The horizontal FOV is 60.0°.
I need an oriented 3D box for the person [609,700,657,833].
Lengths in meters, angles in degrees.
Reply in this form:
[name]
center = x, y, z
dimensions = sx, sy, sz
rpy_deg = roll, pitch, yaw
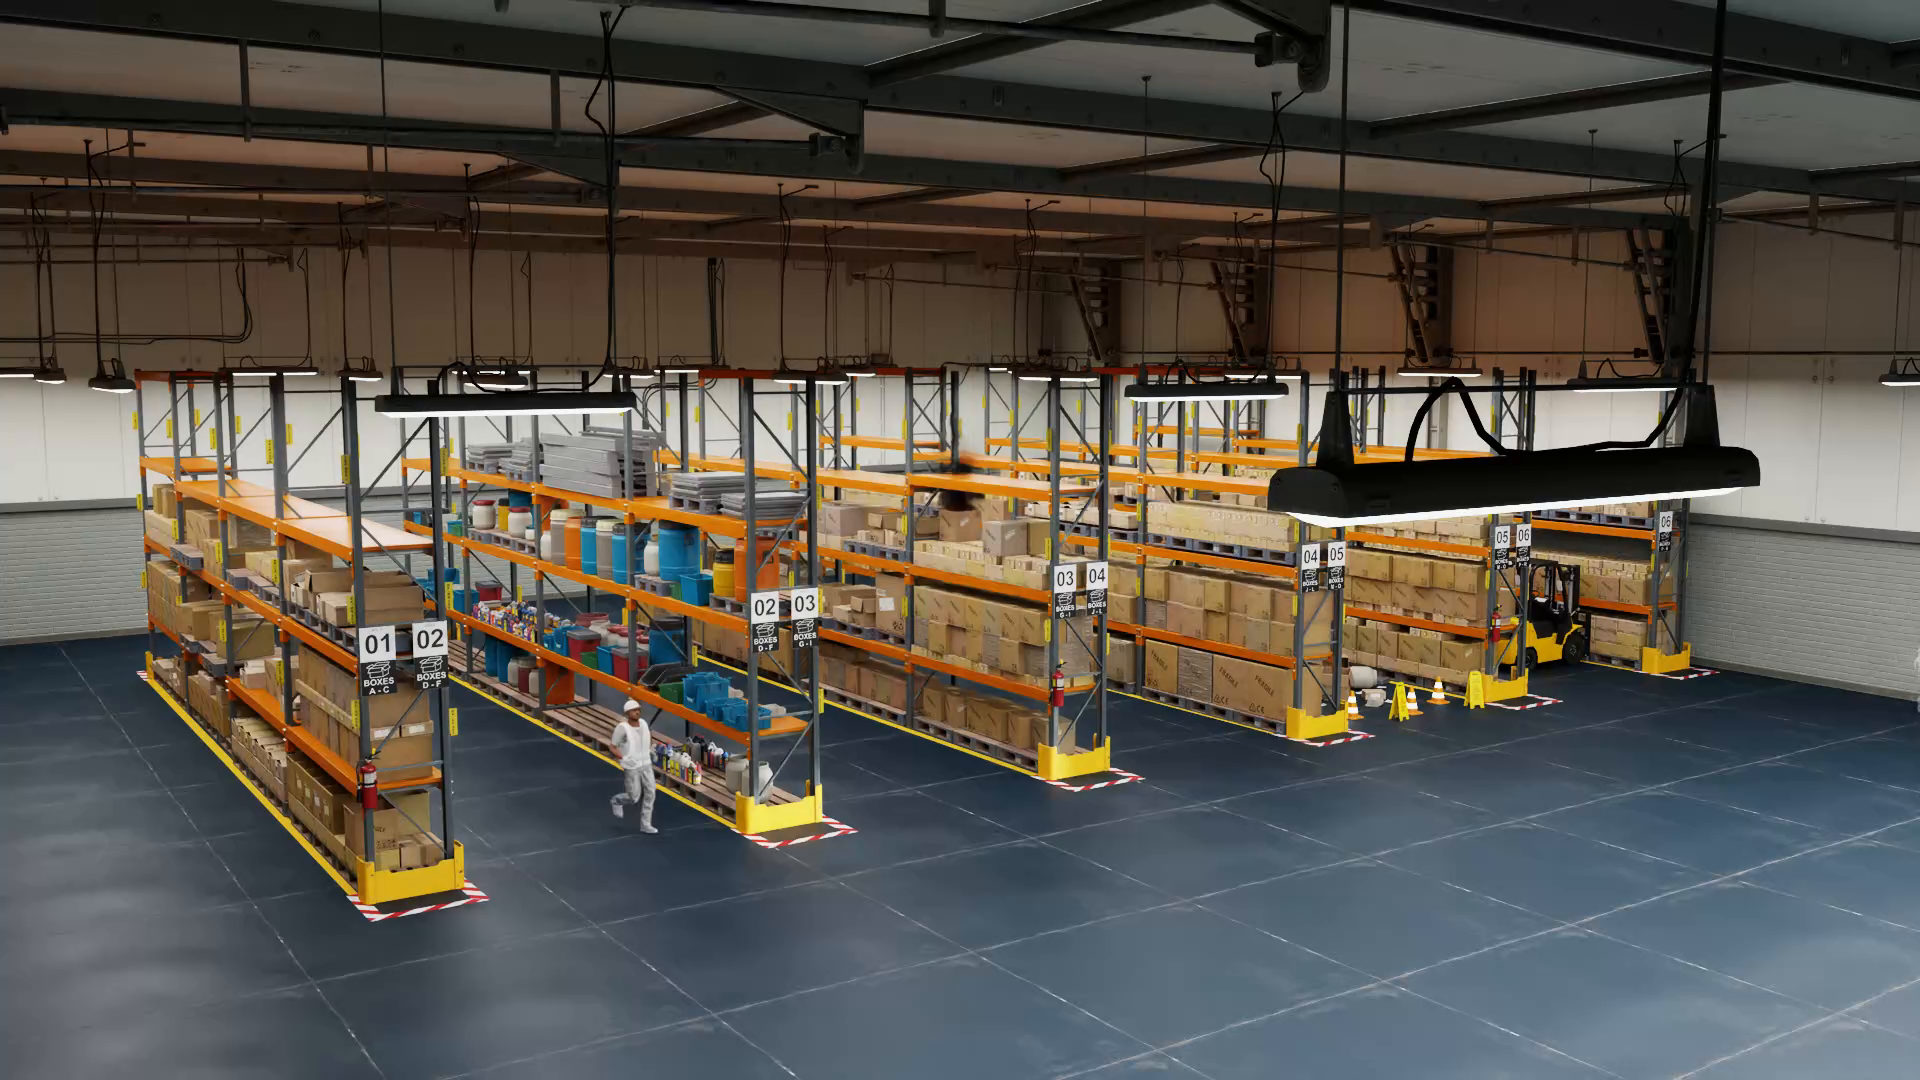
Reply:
[person]
center = -4.292, 2.985, 22.005
dimensions = 0.806, 1.737, 0.680
rpy_deg = 6, 9, 41
